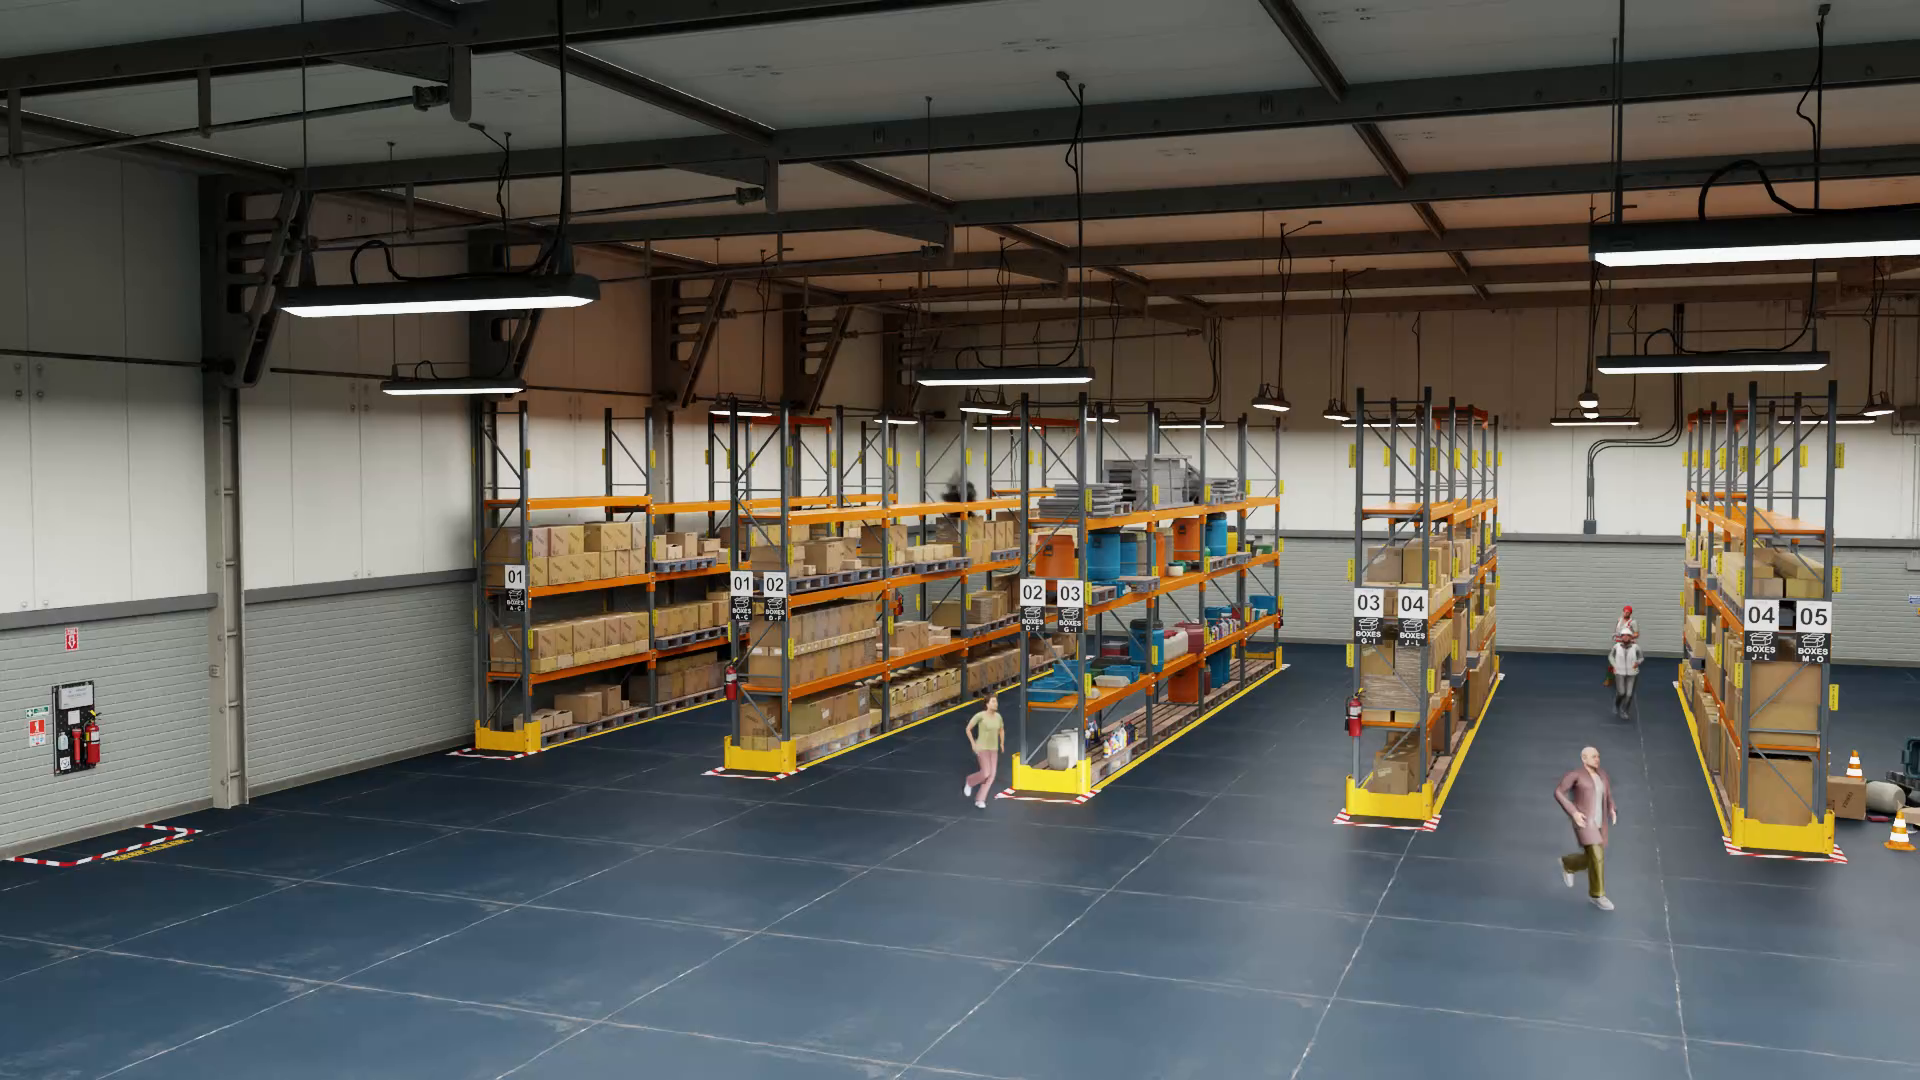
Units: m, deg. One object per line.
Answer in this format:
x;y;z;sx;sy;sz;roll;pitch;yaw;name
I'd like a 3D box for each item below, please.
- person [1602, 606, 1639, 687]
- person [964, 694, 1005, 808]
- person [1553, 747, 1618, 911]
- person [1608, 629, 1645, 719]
14.645;2.332;36.638;0.878;1.798;0.674;-2;4;-41;person
0.411;3.028;24.057;0.611;1.595;0.569;-2;3;-31;person
7.078;3.214;18.816;0.729;1.775;0.911;-1;3;-25;person
12.812;2.575;31.956;0.645;1.740;0.584;1;3;19;person
